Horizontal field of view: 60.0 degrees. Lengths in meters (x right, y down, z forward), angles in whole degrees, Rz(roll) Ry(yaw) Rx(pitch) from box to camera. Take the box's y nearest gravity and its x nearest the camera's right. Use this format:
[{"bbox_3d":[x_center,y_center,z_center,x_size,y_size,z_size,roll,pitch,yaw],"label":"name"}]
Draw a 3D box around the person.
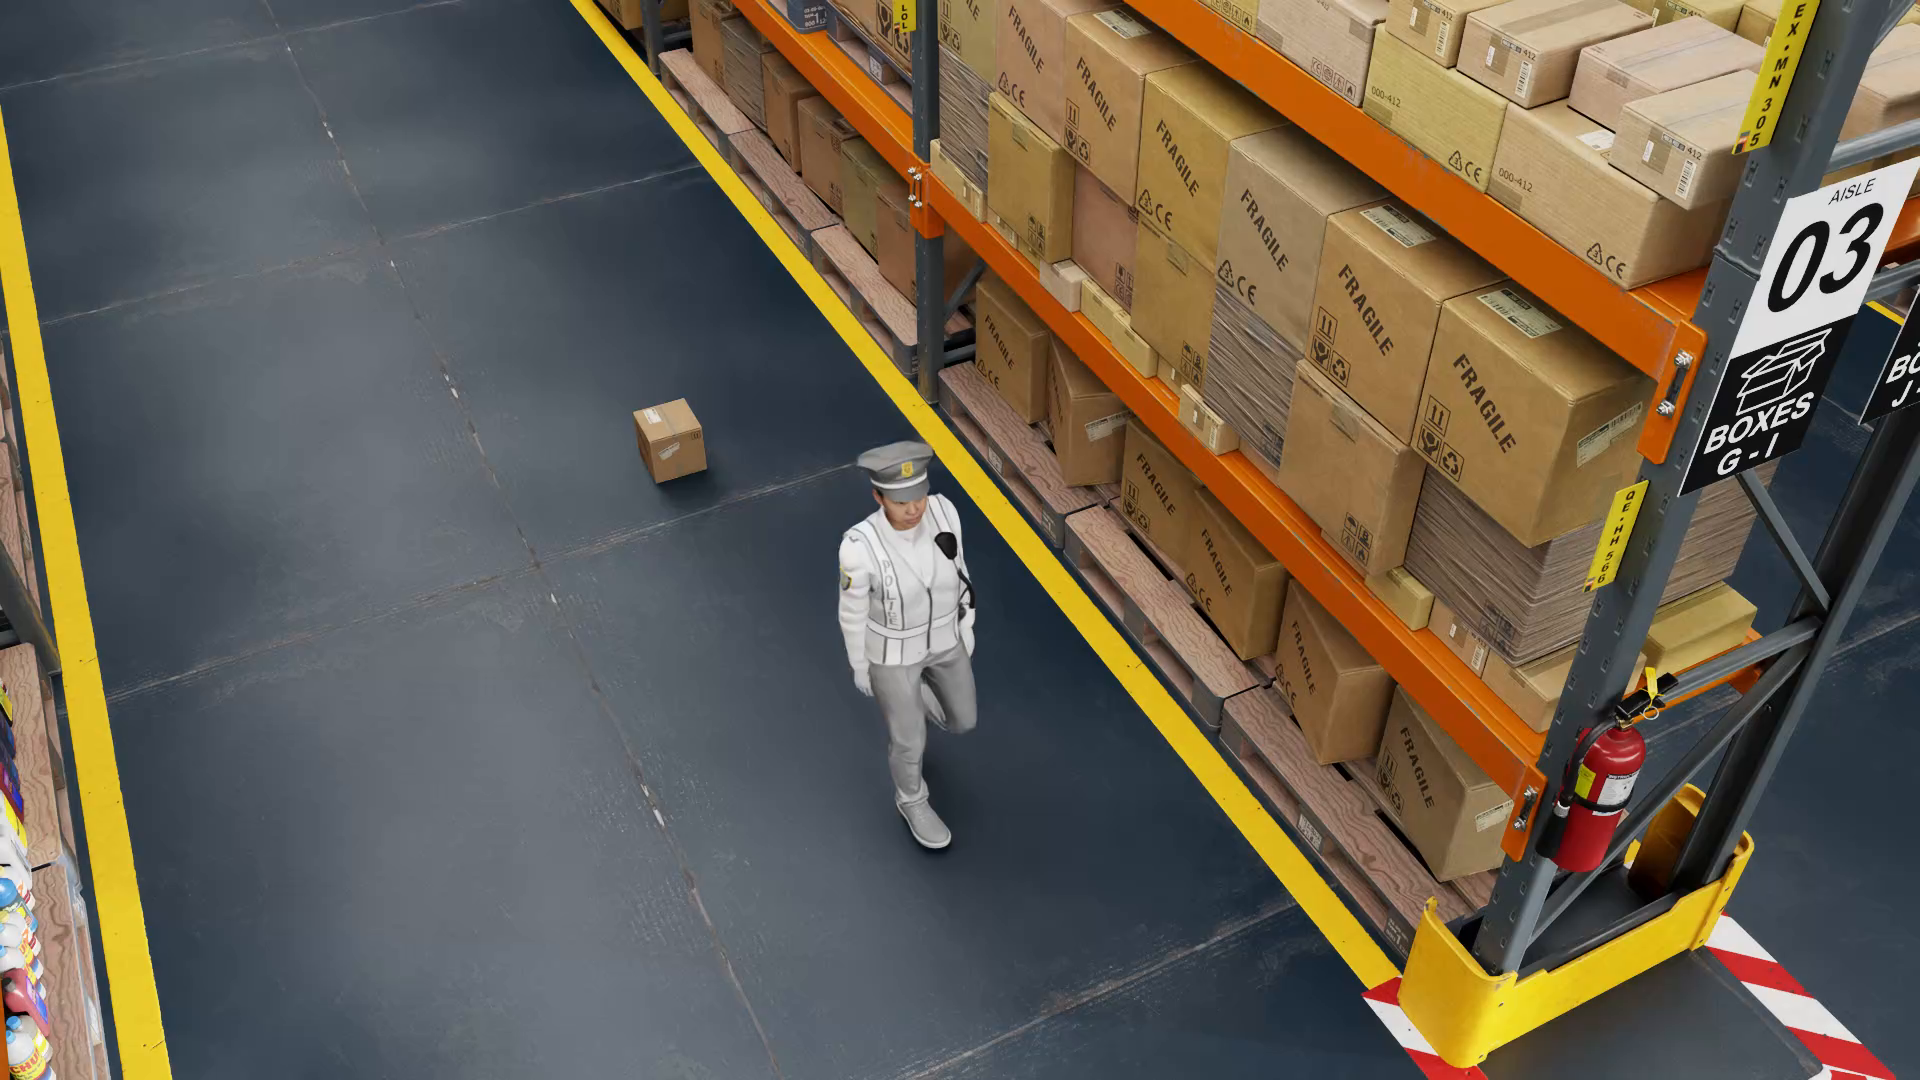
[{"bbox_3d":[-0.182,0.332,5.733,0.493,1.665,0.585,-23,46,-24],"label":"person"}]
